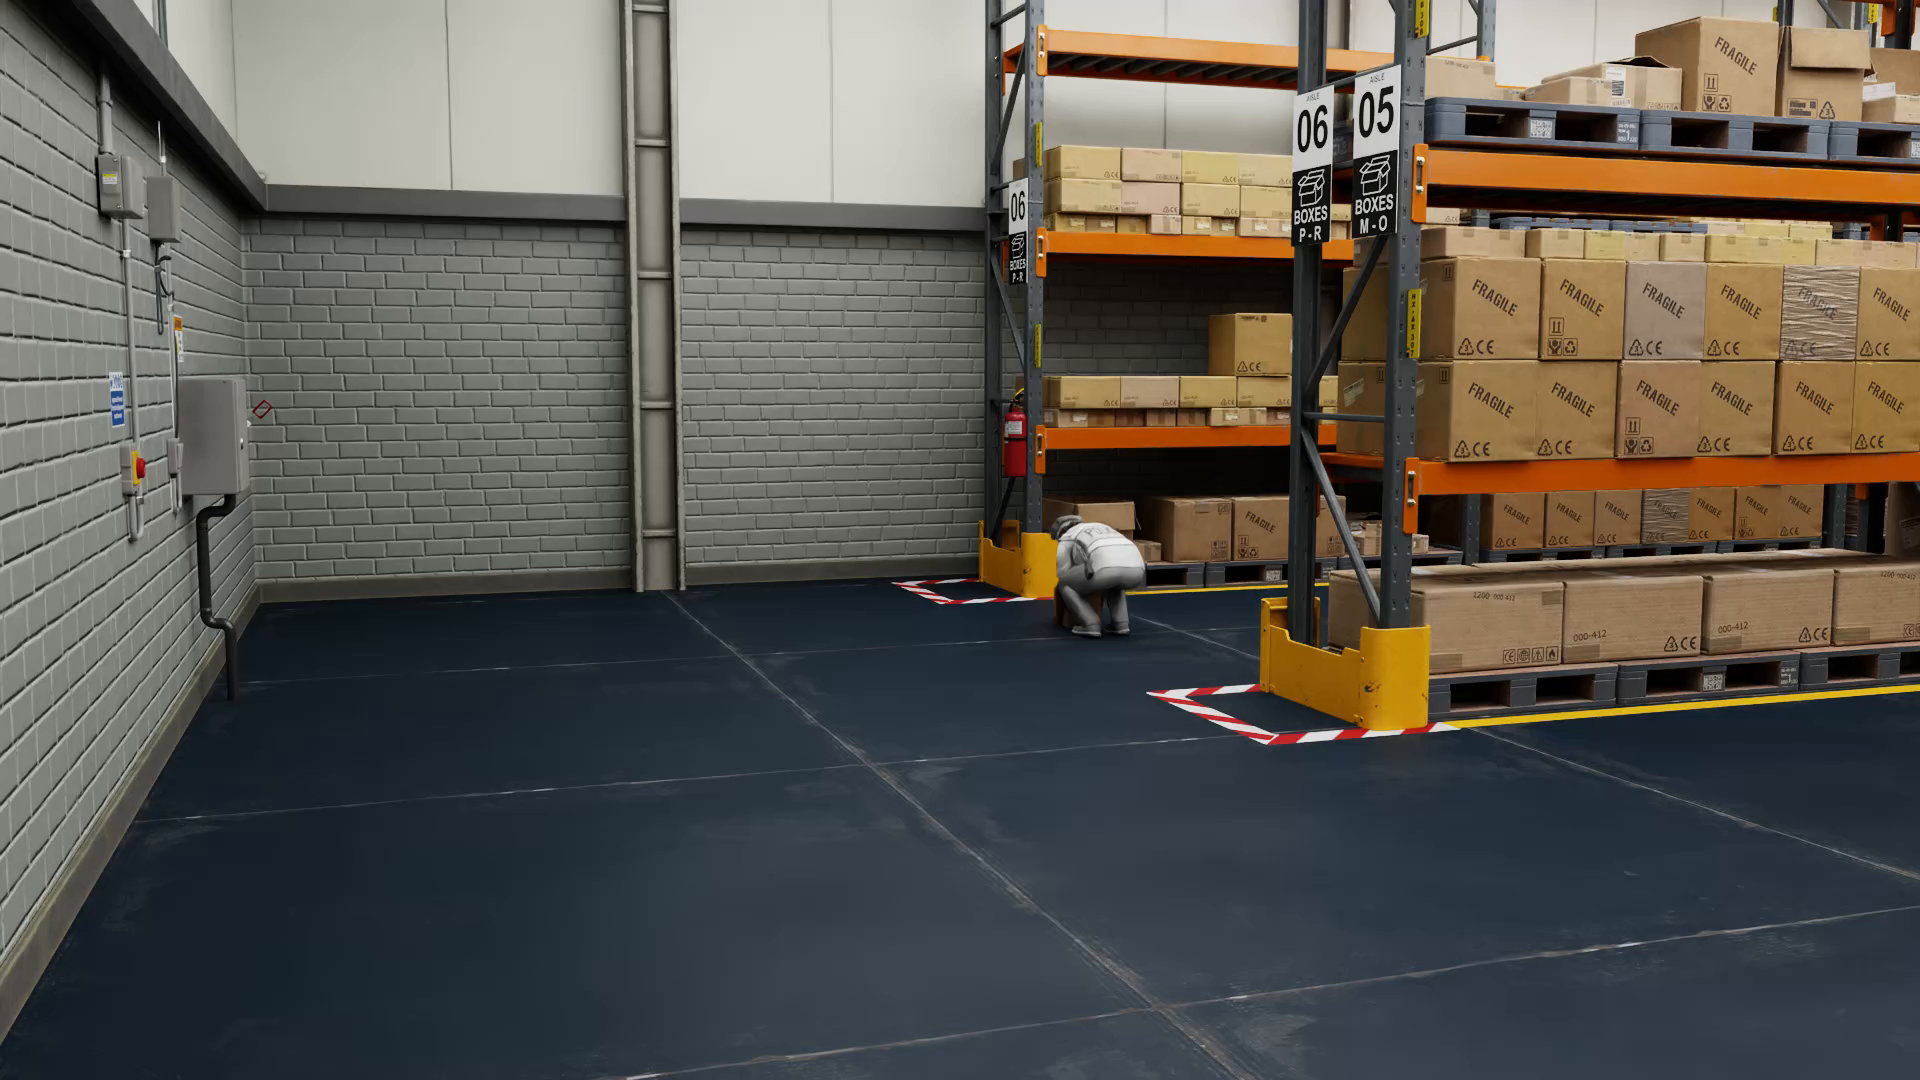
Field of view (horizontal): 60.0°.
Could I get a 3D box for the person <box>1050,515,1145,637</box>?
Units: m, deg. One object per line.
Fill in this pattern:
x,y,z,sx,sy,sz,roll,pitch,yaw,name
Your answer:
0.894,0.251,11.167,0.454,0.791,0.915,-2,6,-20,person
